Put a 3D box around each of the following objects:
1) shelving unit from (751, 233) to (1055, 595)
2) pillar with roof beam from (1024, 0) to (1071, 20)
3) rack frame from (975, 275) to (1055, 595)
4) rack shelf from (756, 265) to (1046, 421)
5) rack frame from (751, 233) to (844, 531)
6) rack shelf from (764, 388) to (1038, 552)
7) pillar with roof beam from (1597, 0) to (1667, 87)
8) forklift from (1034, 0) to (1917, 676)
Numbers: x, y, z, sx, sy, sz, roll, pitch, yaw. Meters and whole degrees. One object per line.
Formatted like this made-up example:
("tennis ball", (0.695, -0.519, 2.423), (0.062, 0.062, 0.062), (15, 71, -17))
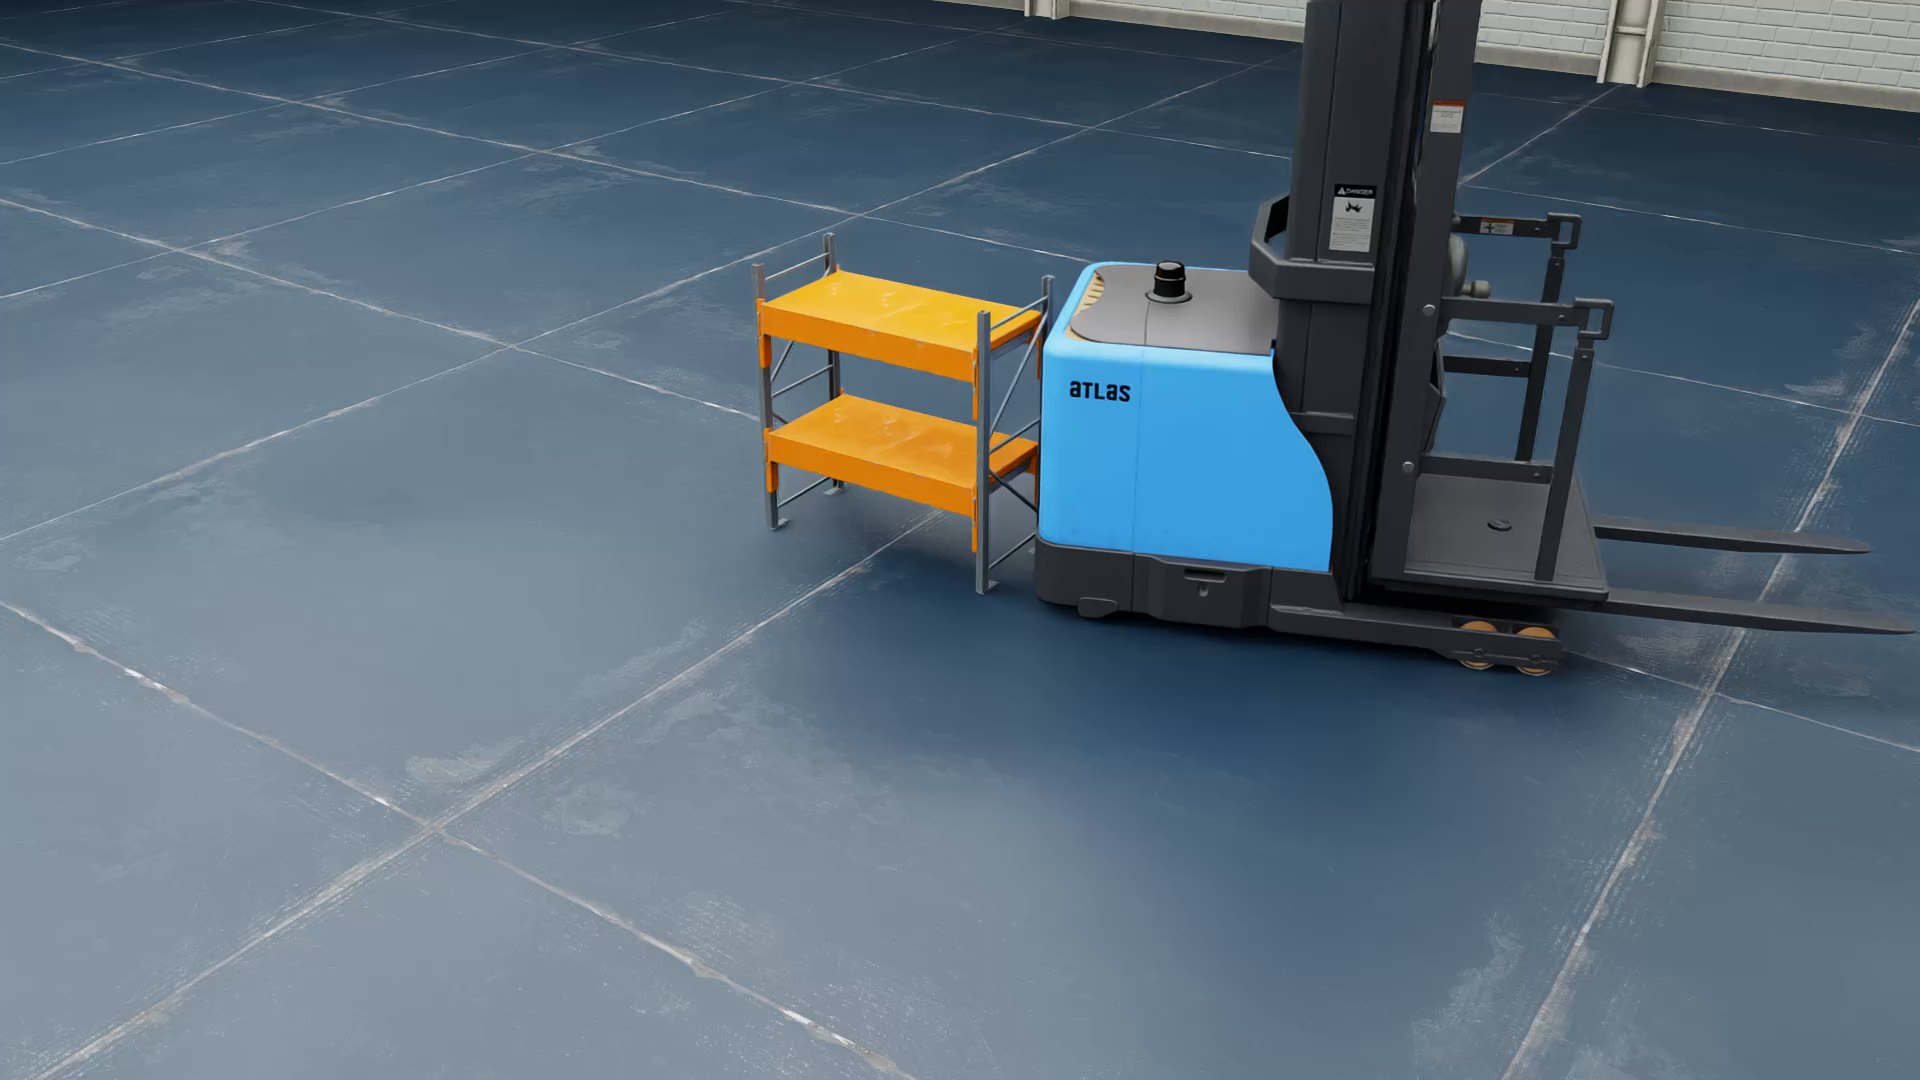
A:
("shelving unit", (-0.221, -0.514, 6.520), (1.048, 1.125, 0.538), (16, 31, 29))
("pillar with roof beam", (-1.504, -7.996, 12.541), (0.400, 9.000, 9.100), (17, 32, 30))
("rack frame", (0.207, -0.390, 6.276), (0.032, 1.125, 0.500), (16, 31, 29))
("rack shelf", (-0.221, -0.775, 6.388), (1.000, 0.278, 0.538), (16, 31, 29))
("rack frame", (-0.649, -0.639, 6.765), (0.032, 1.125, 0.500), (16, 31, 29))
("rack shelf", (-0.221, -0.296, 6.631), (1.000, 0.278, 0.538), (16, 31, 29))
("pillar with roof beam", (3.442, -6.456, 9.513), (0.400, 9.000, 9.100), (17, 32, 30))
("forklift", (1.849, -1.096, 5.673), (3.031, 2.935, 1.130), (6, 28, 11))
